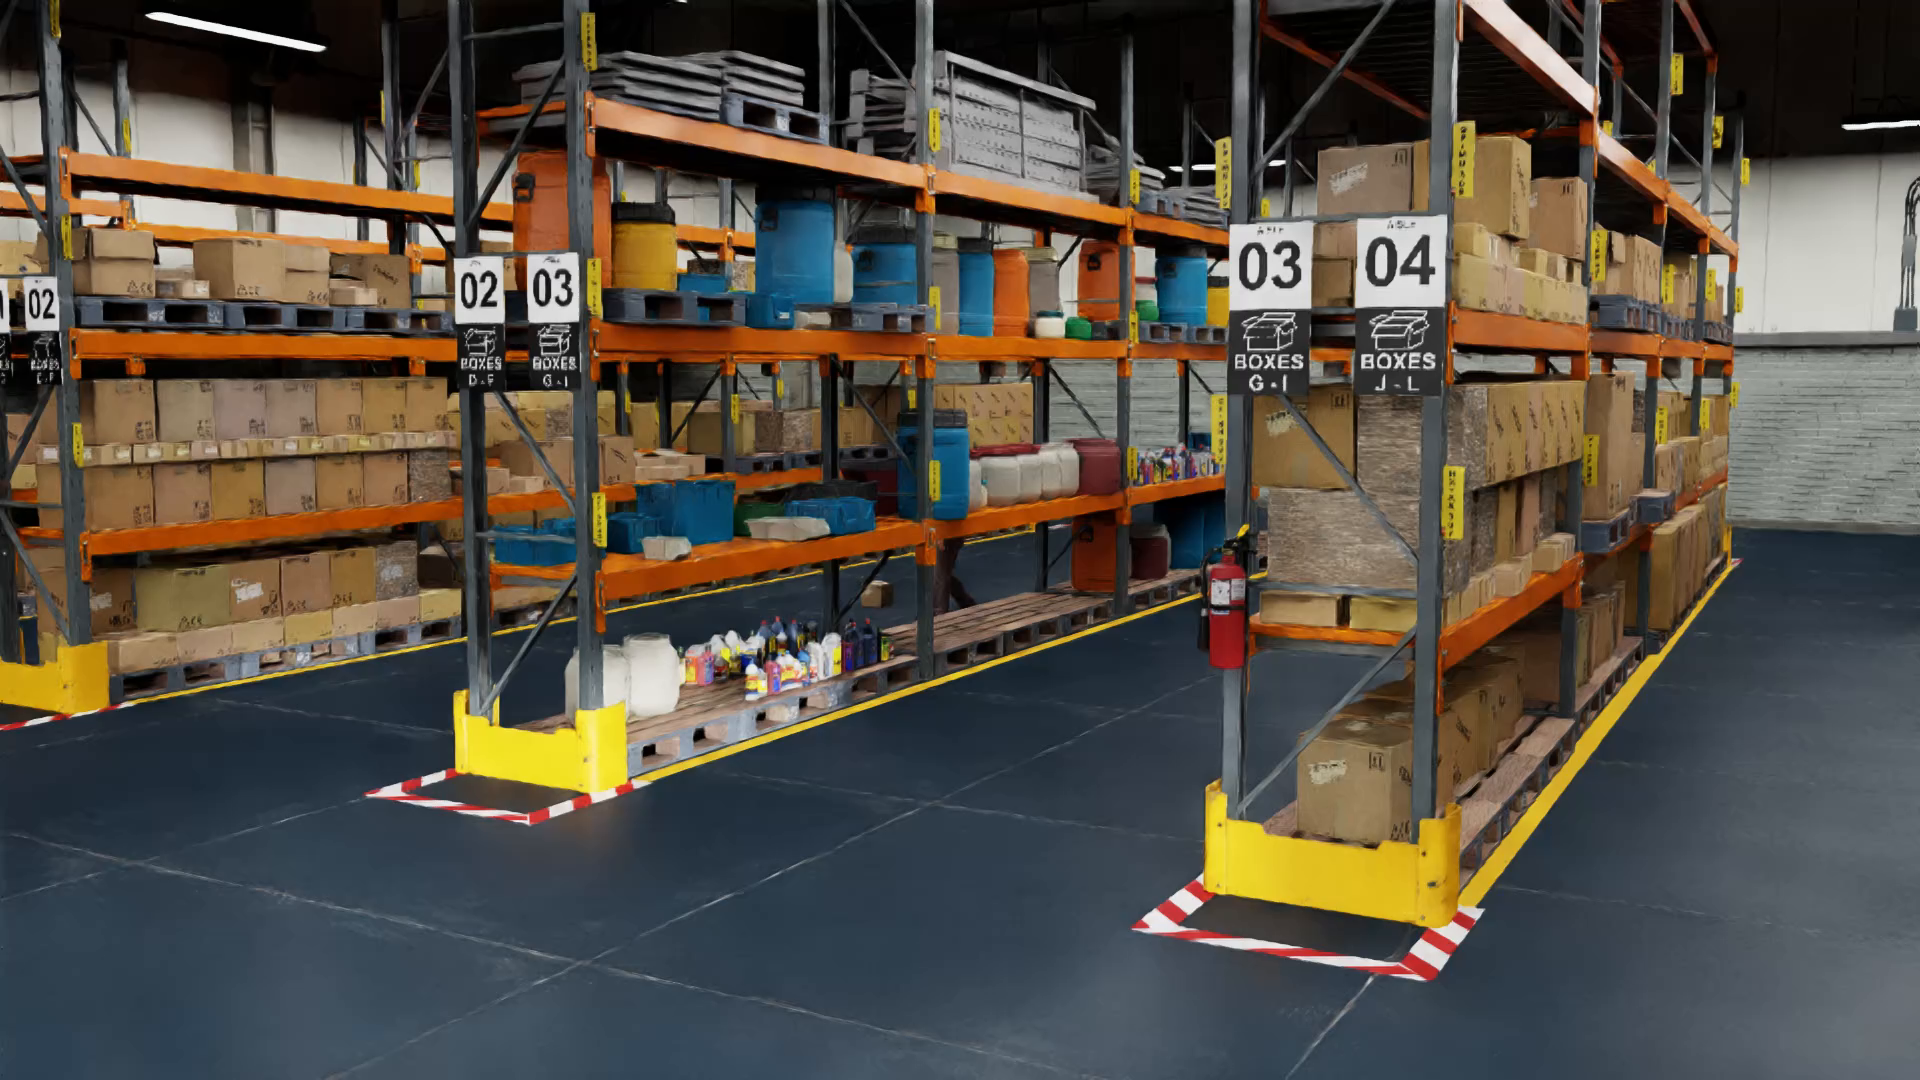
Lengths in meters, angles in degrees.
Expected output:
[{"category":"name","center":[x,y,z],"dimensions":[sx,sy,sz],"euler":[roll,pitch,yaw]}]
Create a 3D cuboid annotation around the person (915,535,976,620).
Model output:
[{"category":"person","center":[-0.142,-0.030,16.690],"dimensions":[0.569,1.670,0.662],"euler":[1,6,6]}]
